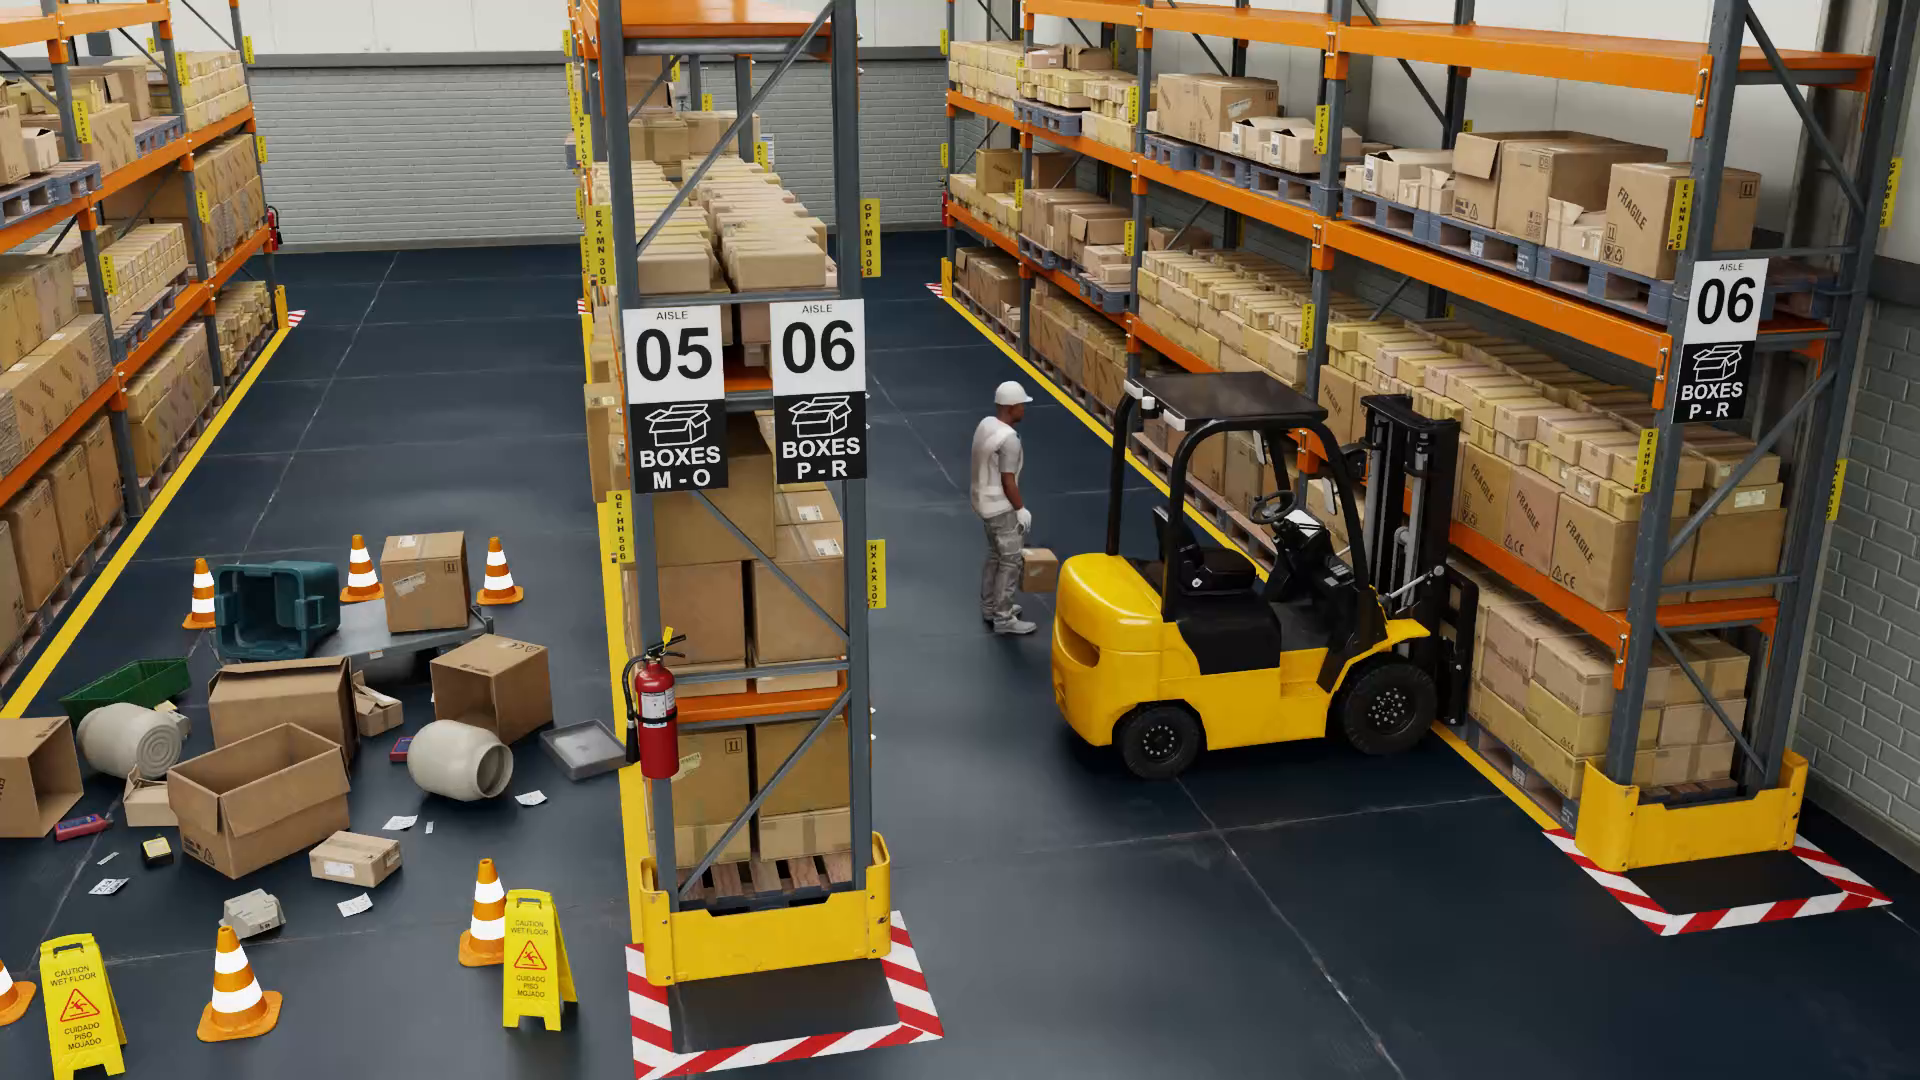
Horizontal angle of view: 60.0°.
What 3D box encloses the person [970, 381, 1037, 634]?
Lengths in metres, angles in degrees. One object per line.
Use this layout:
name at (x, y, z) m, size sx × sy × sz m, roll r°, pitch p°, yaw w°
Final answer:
person at (0.302, -0.241, 11.730) m, size 0.426 × 1.778 × 0.584 m, roll -5°, pitch 20°, yaw -14°
